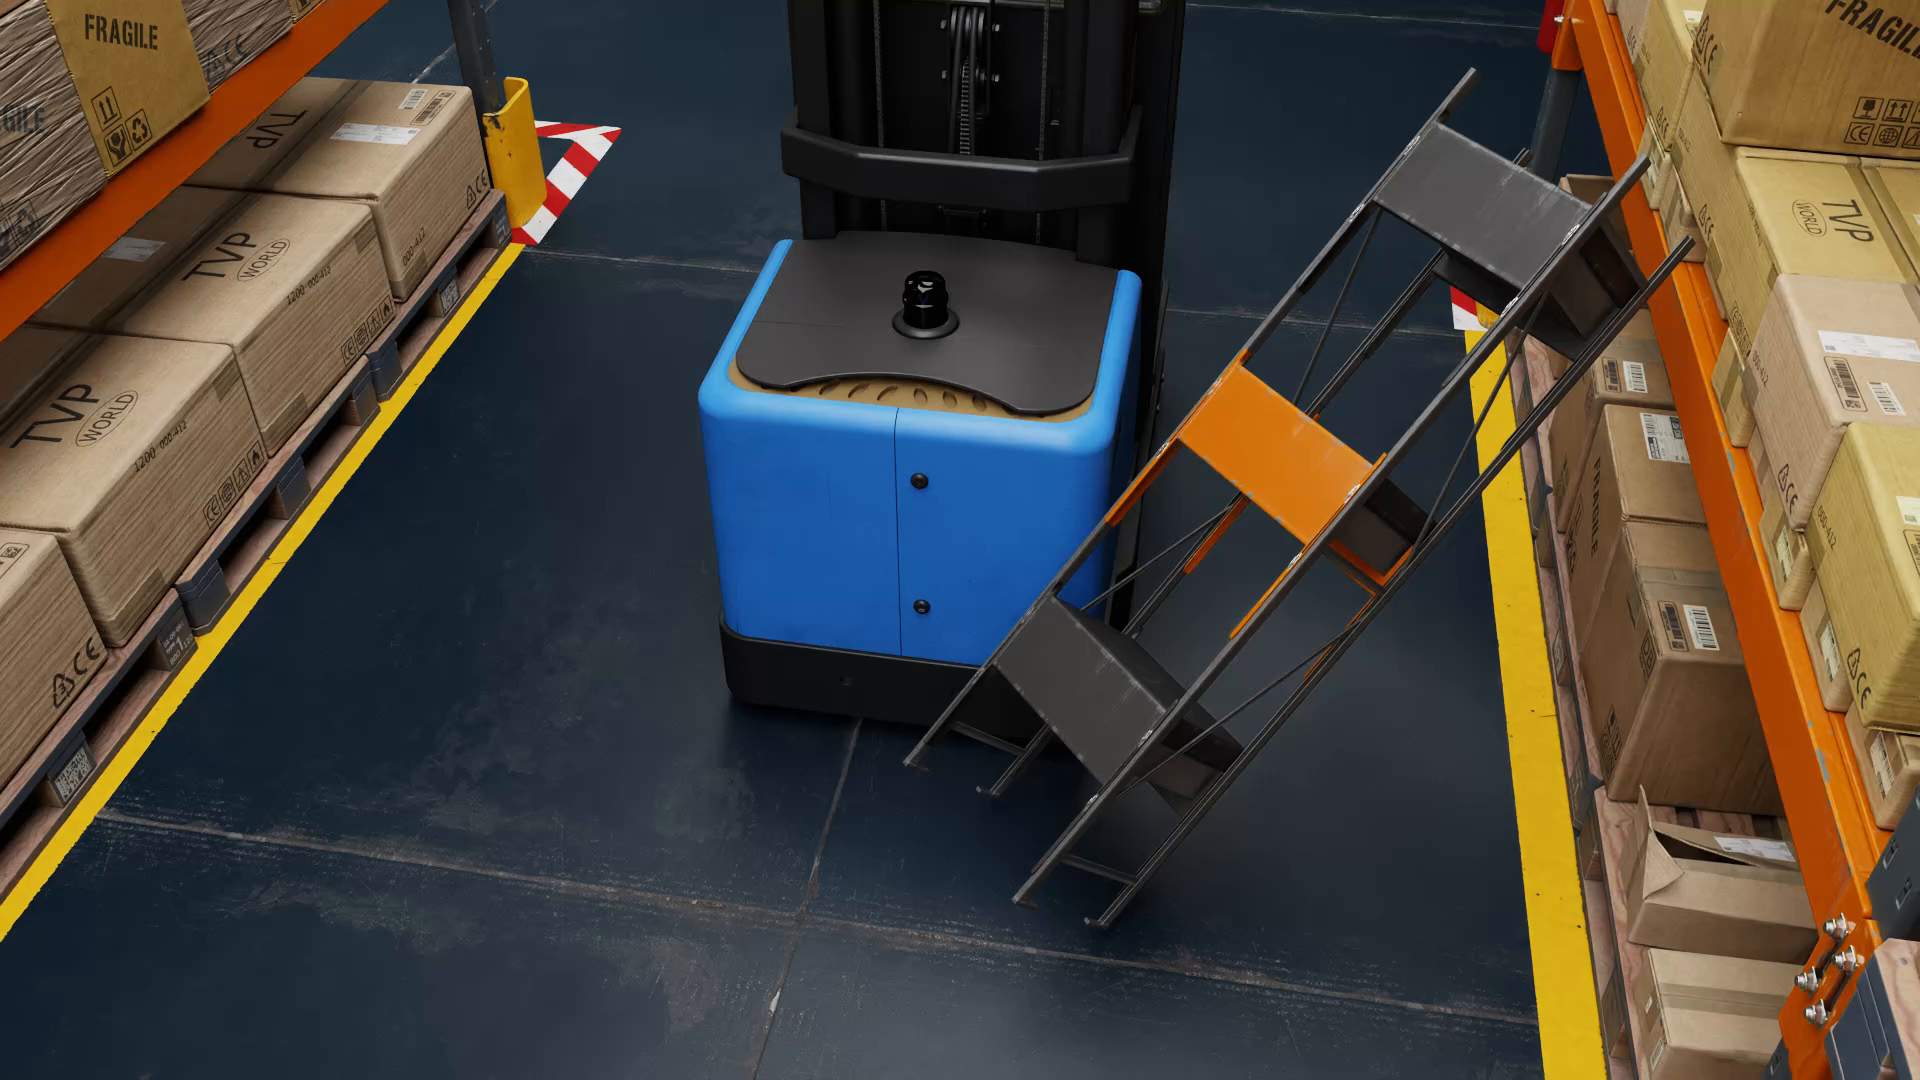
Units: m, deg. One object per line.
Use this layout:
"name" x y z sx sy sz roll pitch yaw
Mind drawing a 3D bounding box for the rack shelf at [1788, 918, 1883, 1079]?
"rack shelf" 1.516 2.014 1.025 1.077 0.370 4.000 6 40 8

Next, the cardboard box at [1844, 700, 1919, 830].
"cardboard box" 1.668 0.350 2.669 0.380 0.149 0.250 7 40 8

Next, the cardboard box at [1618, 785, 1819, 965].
"cardboard box" 1.731 0.767 3.784 0.396 0.266 0.258 8 40 9

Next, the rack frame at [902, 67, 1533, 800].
"rack frame" 0.629 -0.194 4.072 2.100 0.400 0.015 -51 49 9

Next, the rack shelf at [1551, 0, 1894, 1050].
"rack shelf" 2.208 -0.496 4.061 1.077 0.370 4.000 6 40 8

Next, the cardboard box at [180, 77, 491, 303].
"cardboard box" -2.351 -1.323 6.177 0.875 0.438 0.875 5 40 6

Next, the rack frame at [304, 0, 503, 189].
"rack frame" -2.335 -2.574 6.009 1.000 3.000 0.127 6 40 8

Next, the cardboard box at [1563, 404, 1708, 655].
"cardboard box" 1.979 -0.001 4.529 0.500 0.500 0.500 7 40 8

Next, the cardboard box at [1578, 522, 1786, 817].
"cardboard box" 1.989 0.330 4.129 0.700 0.500 0.500 5 40 6

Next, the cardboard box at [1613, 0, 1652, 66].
"cardboard box" 2.123 -1.514 4.612 0.500 0.250 0.500 7 40 8

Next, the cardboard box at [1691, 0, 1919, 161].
"cardboard box" 1.951 -1.178 3.617 0.500 0.500 0.500 7 40 9

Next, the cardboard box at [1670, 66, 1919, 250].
"cardboard box" 1.971 -0.872 3.835 0.500 0.250 0.500 5 40 7

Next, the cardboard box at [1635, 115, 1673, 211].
"cardboard box" 1.955 -0.953 4.246 0.380 0.149 0.250 5 40 6

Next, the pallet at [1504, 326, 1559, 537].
"pallet" 2.404 -0.406 5.576 1.003 0.211 1.213 6 40 8

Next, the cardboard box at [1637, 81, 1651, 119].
"cardboard box" 2.113 -1.271 4.630 0.380 0.149 0.250 8 40 9

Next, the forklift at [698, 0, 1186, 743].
"forklift" 0.112 -1.525 4.794 1.130 2.935 3.031 7 40 8

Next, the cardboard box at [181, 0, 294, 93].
"cardboard box" -2.339 -1.643 4.805 0.500 0.500 0.500 7 40 9

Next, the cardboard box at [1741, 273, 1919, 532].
"cardboard box" 1.782 -0.238 3.068 0.500 0.250 0.500 7 40 8

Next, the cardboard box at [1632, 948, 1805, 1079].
"cardboard box" 1.669 1.036 3.550 0.380 0.149 0.250 5 40 6

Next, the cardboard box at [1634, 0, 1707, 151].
"cardboard box" 2.039 -1.196 4.226 0.500 0.250 0.500 6 40 7

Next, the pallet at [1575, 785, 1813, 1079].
"pallet" 1.982 1.125 3.723 1.003 0.211 1.213 6 40 8

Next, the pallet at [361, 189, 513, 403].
"pallet" -2.397 -0.989 6.280 1.003 0.211 1.213 6 40 8

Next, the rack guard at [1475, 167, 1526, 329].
"rack guard" 2.541 -1.018 6.089 1.175 0.500 0.348 6 40 8

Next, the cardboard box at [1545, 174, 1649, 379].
"cardboard box" 2.355 -0.855 5.560 0.797 0.503 0.637 5 40 6

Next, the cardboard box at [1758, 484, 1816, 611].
"cardboard box" 1.713 0.019 3.070 0.380 0.149 0.250 7 40 9

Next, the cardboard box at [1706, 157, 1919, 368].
"cardboard box" 1.881 -0.549 3.445 0.500 0.250 0.500 6 40 7

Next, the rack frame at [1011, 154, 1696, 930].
"rack frame" 0.886 0.074 3.756 2.100 0.400 0.015 -51 49 9

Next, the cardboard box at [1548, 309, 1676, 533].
"cardboard box" 2.169 -0.322 4.917 0.700 0.500 0.500 8 40 9

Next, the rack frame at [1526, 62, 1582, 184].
"rack frame" 2.554 -2.029 5.350 1.000 3.000 0.127 6 40 8

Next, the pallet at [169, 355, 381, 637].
"pallet" -2.610 -0.225 5.357 1.003 0.211 1.213 6 40 8

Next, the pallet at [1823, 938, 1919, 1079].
"pallet" 1.616 1.045 1.783 1.003 0.211 1.213 6 40 8

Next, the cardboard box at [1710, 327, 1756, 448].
"cardboard box" 1.802 -0.306 3.464 0.380 0.149 0.250 6 40 7

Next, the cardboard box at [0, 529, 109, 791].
"cardboard box" -2.813 0.380 4.118 0.875 0.438 0.875 6 40 7

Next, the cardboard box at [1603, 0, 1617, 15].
"cardboard box" 2.227 -1.756 5.217 0.380 0.149 0.250 6 40 7

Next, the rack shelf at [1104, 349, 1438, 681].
"rack shelf" 0.749 -0.049 3.916 0.518 0.431 0.480 -51 49 9

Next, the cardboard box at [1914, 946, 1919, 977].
"cardboard box" 1.558 0.560 1.811 0.700 0.500 0.500 7 40 9

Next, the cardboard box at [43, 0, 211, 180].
"cardboard box" -2.416 -1.318 4.411 0.500 0.500 0.500 8 40 9

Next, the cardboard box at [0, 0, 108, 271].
"cardboard box" -2.505 -0.994 4.020 0.500 0.500 0.500 7 40 8

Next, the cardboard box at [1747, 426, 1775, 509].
"cardboard box" 1.785 -0.143 3.266 0.380 0.149 0.250 7 40 9

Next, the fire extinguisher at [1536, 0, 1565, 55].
"fire extinguisher" 2.124 -1.999 5.667 0.296 0.674 0.183 6 40 8

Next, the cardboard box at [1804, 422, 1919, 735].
"cardboard box" 1.710 0.078 2.686 0.500 0.250 0.500 7 40 9

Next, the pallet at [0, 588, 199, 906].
"pallet" -2.819 0.543 4.428 1.003 0.211 1.213 6 40 8

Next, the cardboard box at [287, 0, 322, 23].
"cardboard box" -2.260 -1.967 5.197 0.500 0.500 0.500 6 40 7

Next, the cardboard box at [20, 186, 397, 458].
"cardboard box" -2.501 -0.748 5.481 0.875 0.438 0.875 7 40 9

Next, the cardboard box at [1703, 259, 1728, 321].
"cardboard box" 1.953 -0.616 3.838 0.380 0.149 0.250 6 40 8

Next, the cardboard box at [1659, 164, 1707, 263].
"cardboard box" 1.930 -0.785 4.043 0.380 0.149 0.250 7 40 9

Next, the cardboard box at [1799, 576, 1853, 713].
"cardboard box" 1.692 0.185 2.870 0.380 0.149 0.250 7 40 9

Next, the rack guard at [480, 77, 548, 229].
"rack guard" -2.331 -1.626 6.824 1.175 0.500 0.348 6 40 8

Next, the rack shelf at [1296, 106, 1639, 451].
"rack shelf" 1.182 -0.589 3.810 0.518 0.431 0.480 -51 49 9

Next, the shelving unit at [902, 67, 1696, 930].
"shelving unit" 0.758 -0.060 3.914 2.100 0.431 0.503 -51 49 9

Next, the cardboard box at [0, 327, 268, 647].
"cardboard box" -2.659 -0.182 4.797 0.875 0.438 0.875 5 40 6

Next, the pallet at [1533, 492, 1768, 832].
"pallet" 2.191 0.357 4.652 1.003 0.211 1.213 6 40 8

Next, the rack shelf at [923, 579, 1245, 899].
"rack shelf" 0.316 0.490 4.022 0.518 0.431 0.480 -51 49 9
